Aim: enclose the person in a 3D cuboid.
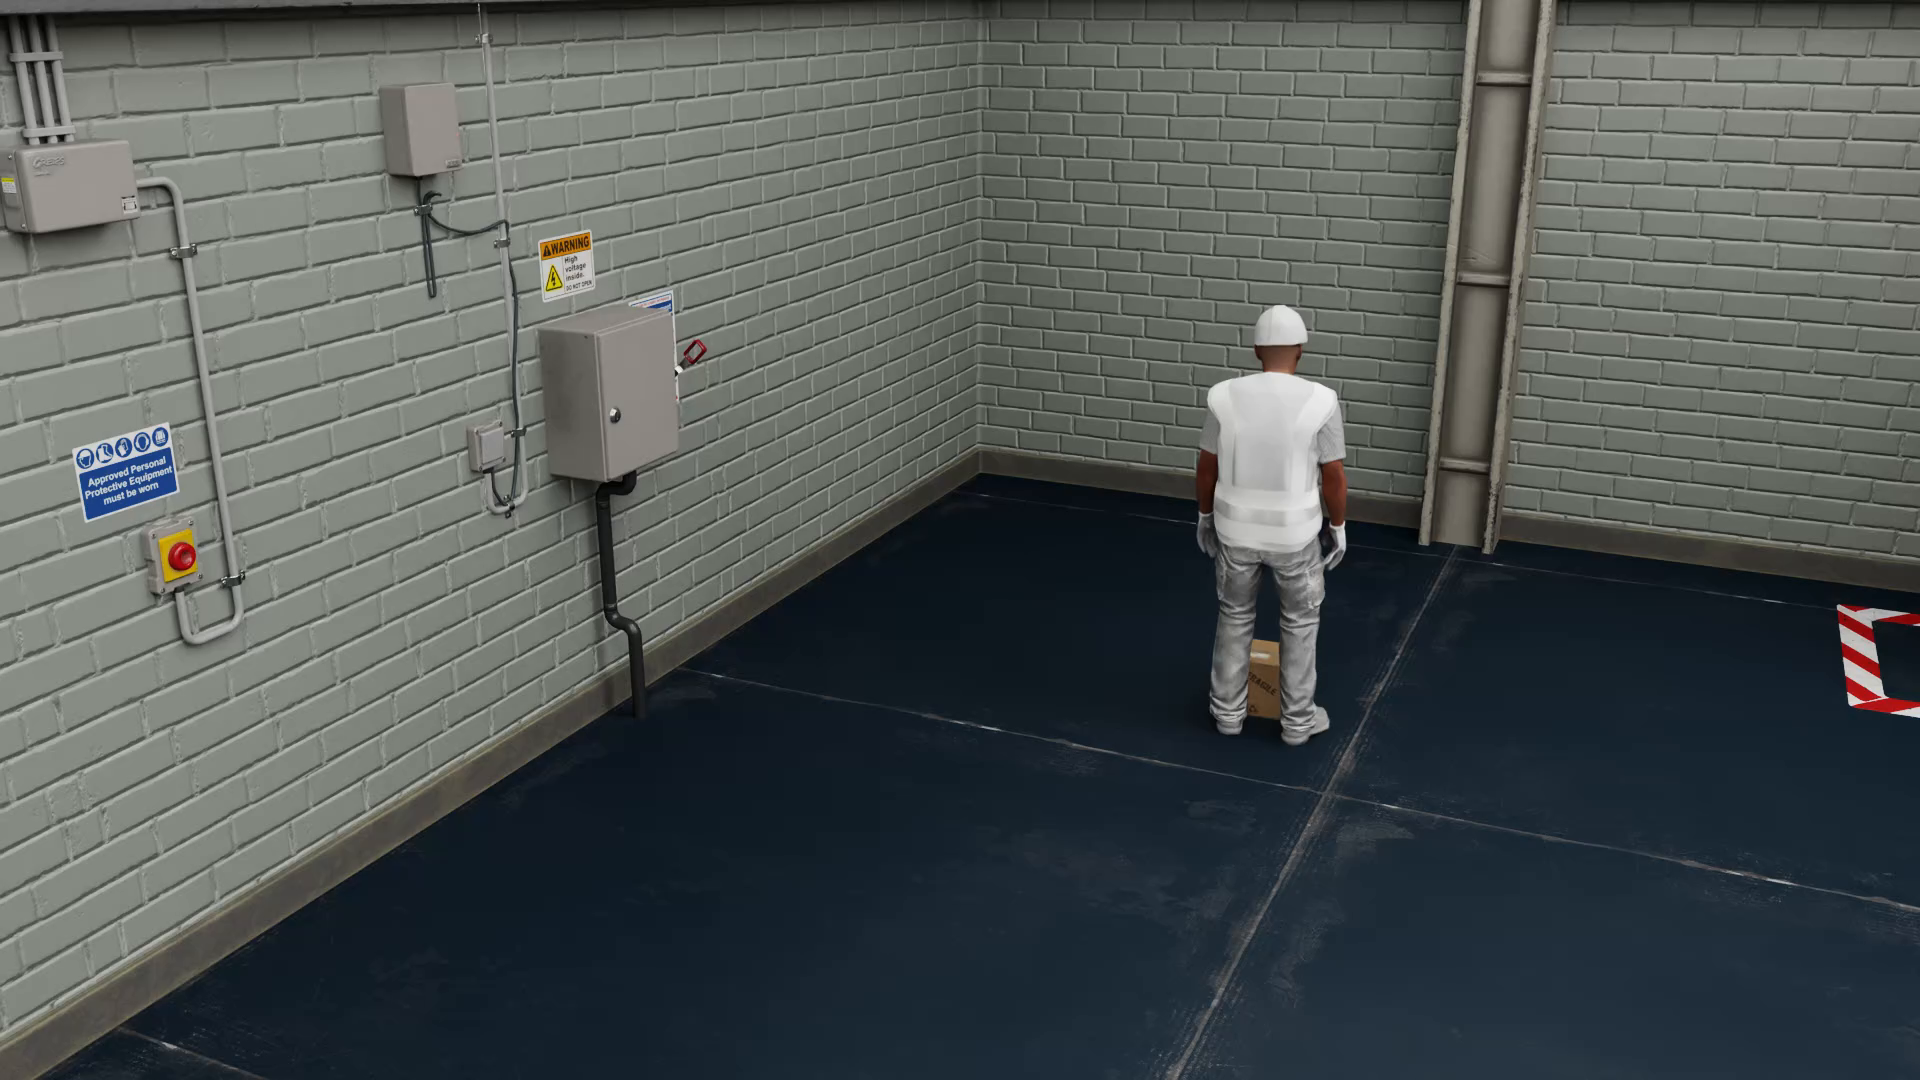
[{"bbox_3d":[1.247,-0.050,6.695,0.613,1.772,0.452,7,20,21],"label":"person"}]
